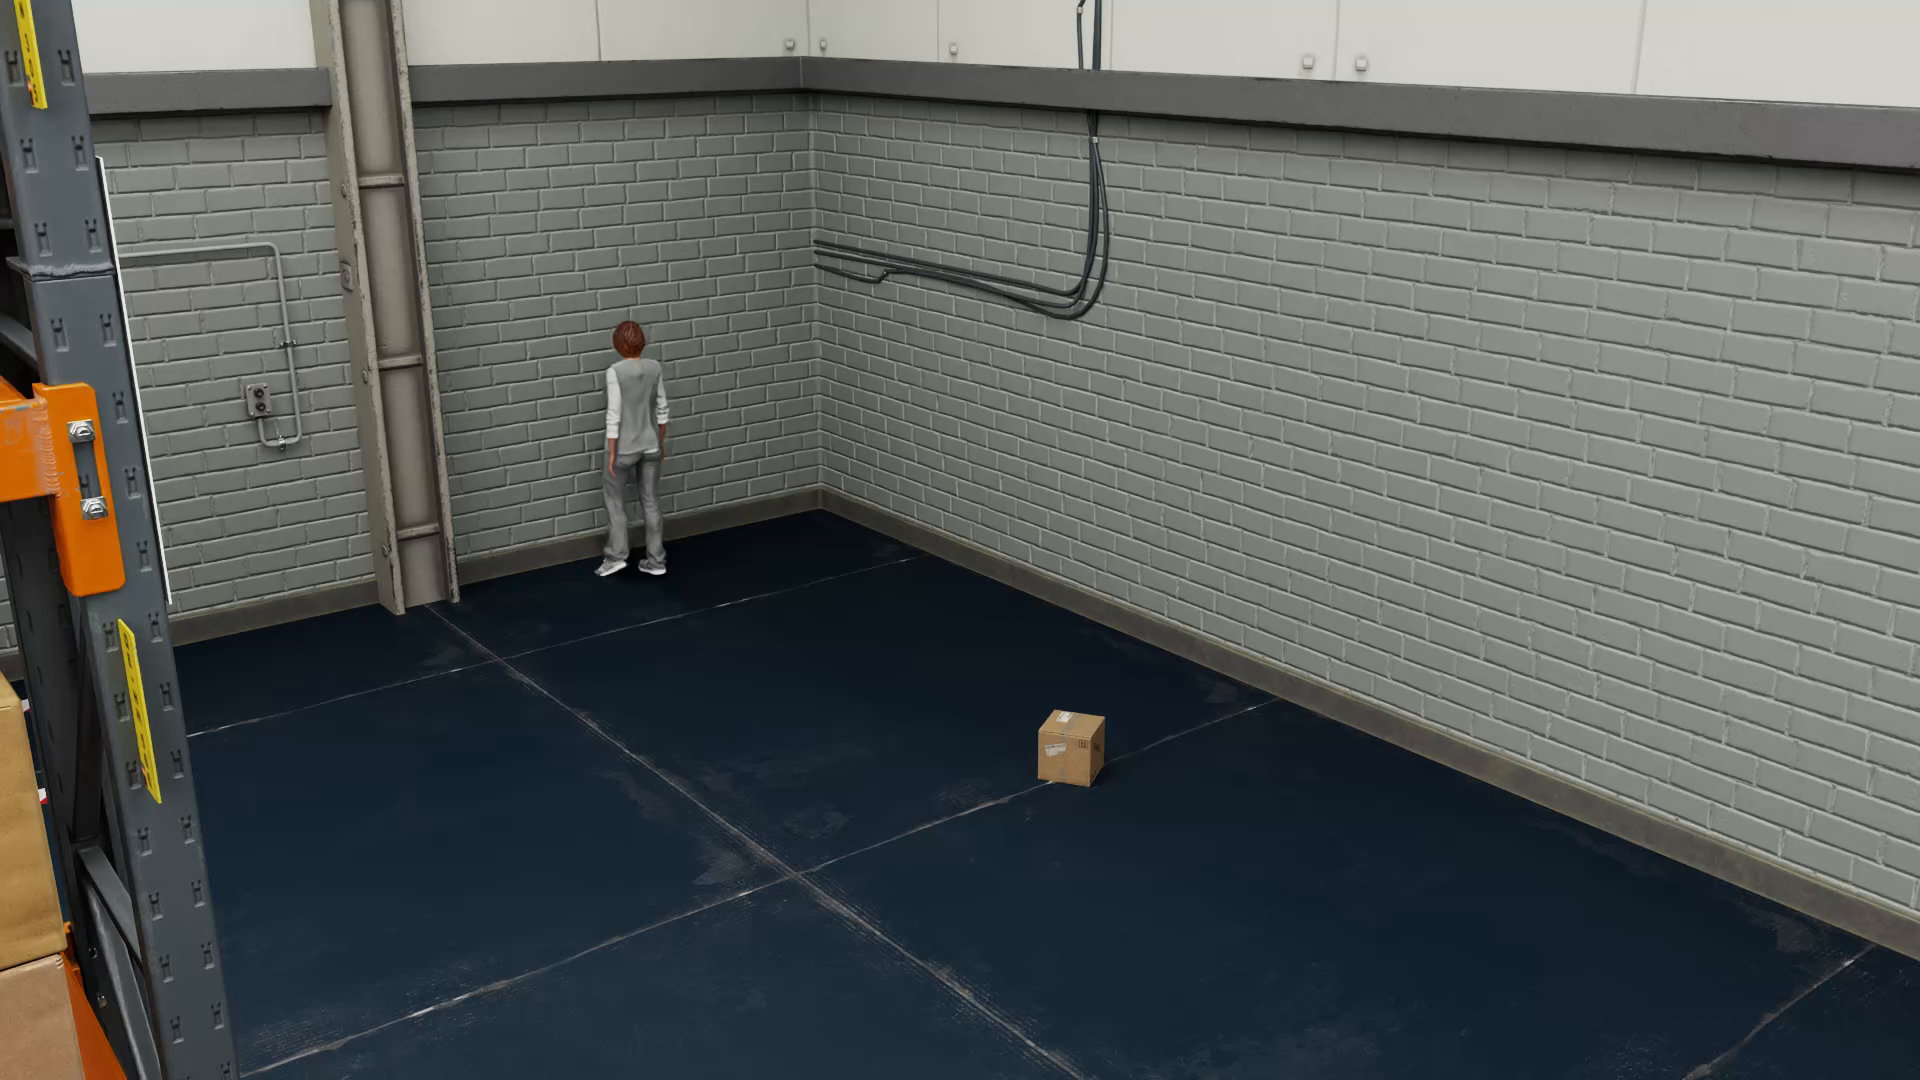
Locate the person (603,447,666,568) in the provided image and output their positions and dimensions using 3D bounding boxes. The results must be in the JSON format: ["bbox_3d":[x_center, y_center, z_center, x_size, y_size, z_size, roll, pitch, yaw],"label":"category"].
[{"bbox_3d":[-2.006,-0.260,10.278,0.354,0.841,0.380,-14,23,-37],"label":"person"}]
